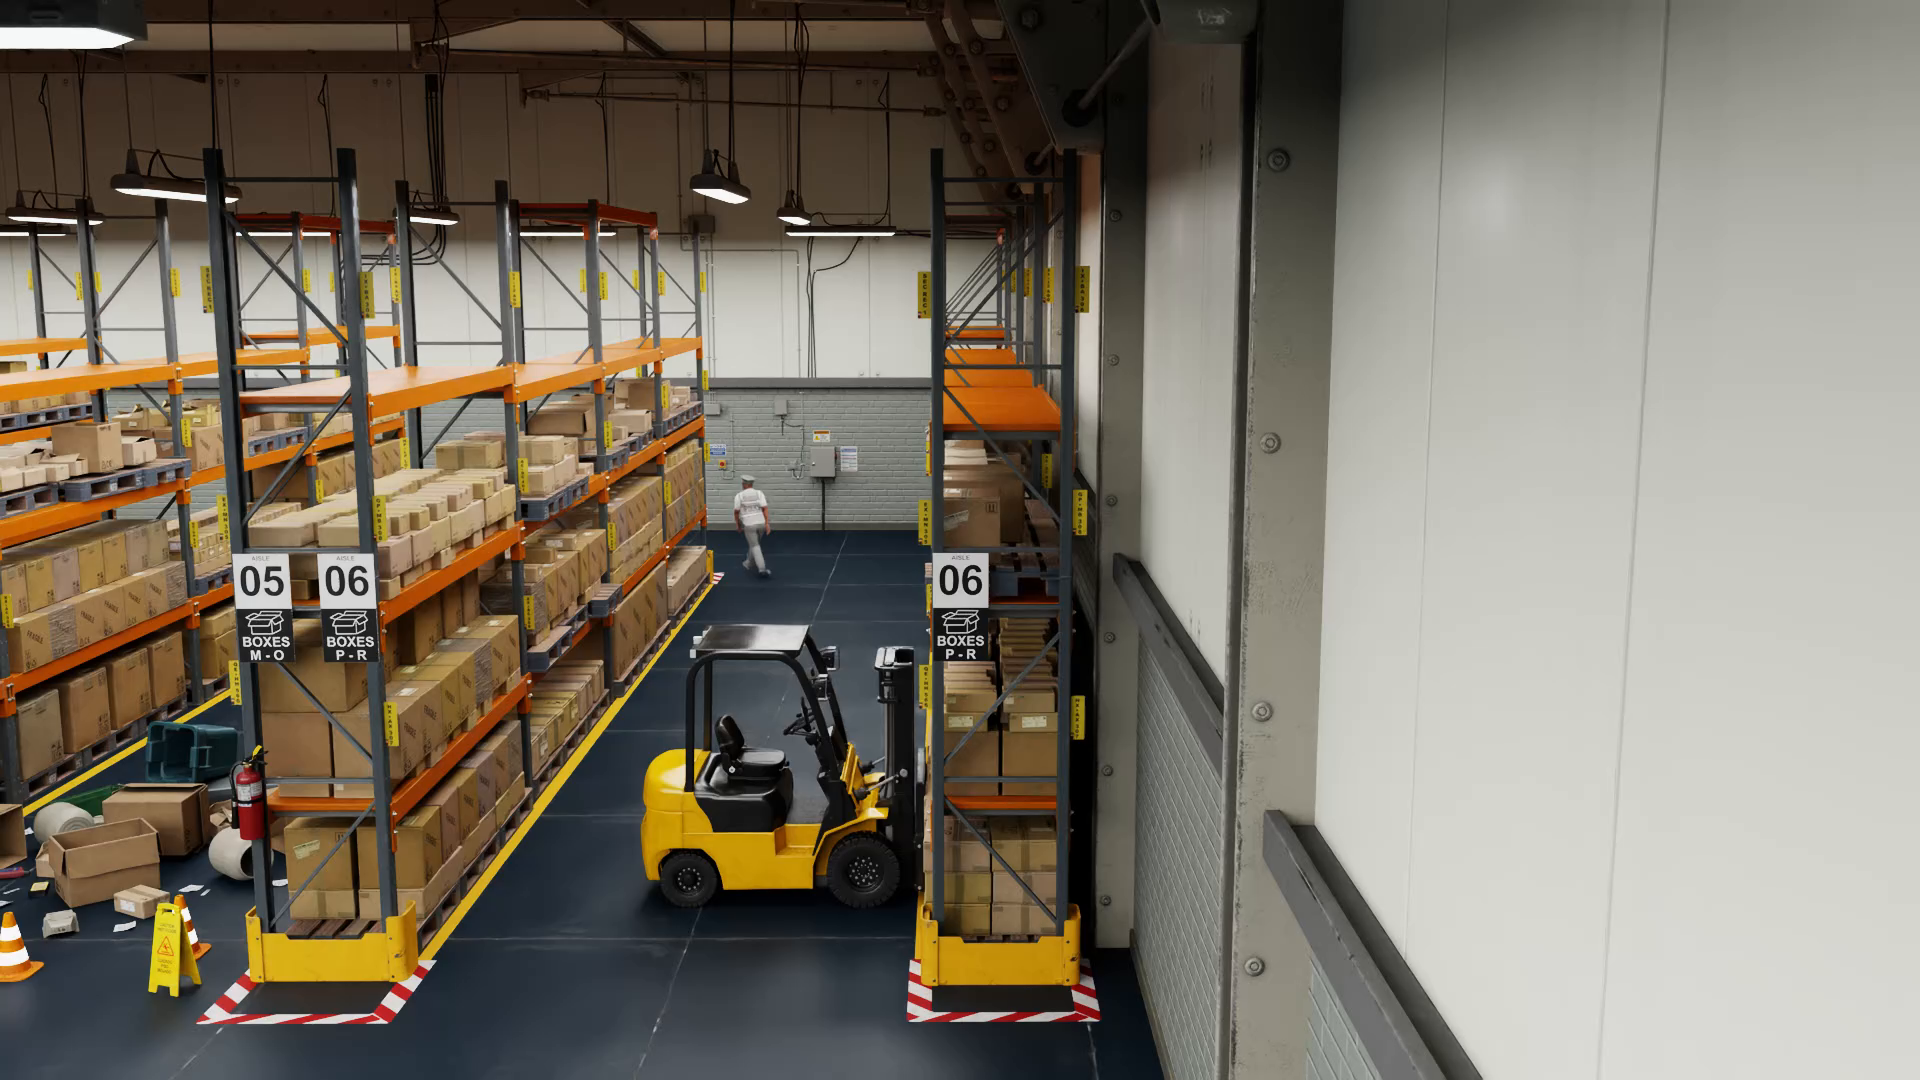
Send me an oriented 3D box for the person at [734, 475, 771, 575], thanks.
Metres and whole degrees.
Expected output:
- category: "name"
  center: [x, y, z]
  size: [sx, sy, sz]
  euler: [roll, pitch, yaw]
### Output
- category: "person"
  center: [-3.617, -0.274, 28.679]
  size: [0.539, 1.702, 1.001]
  euler: [-6, 11, -32]
